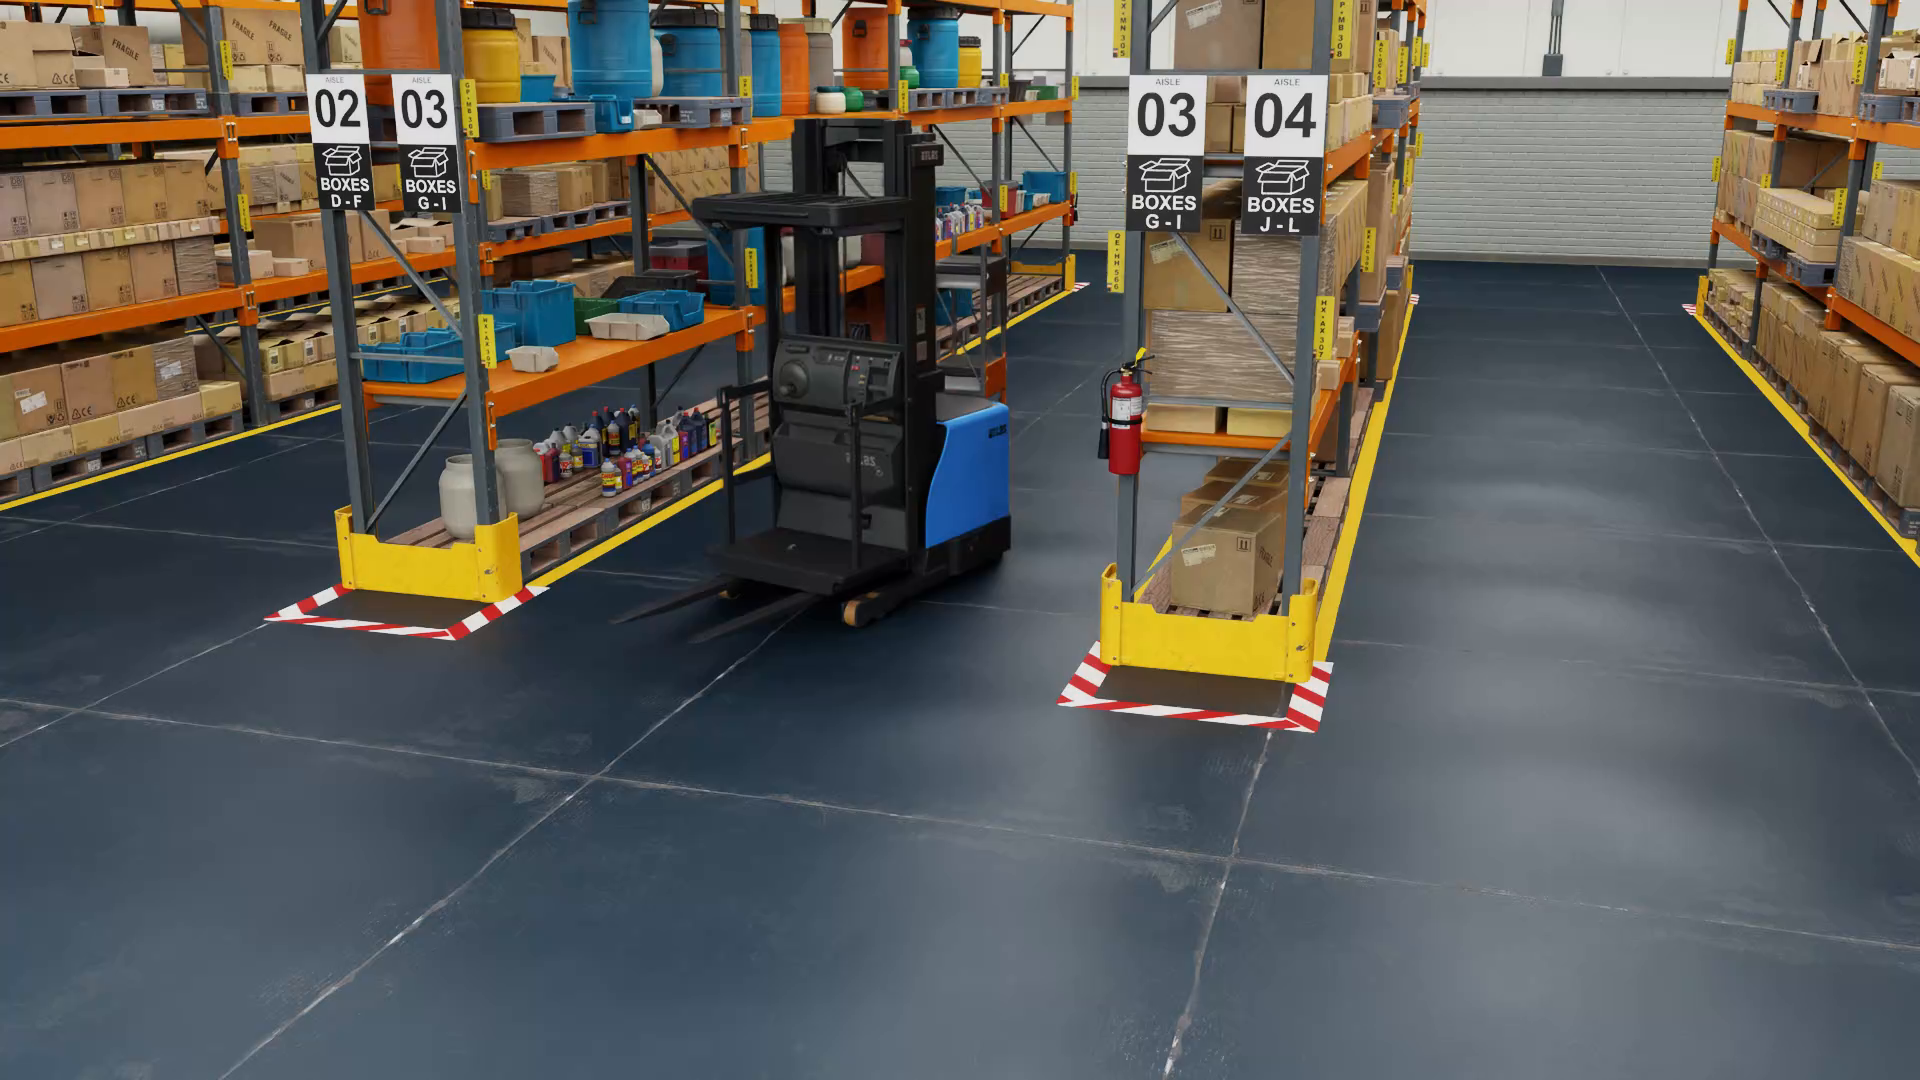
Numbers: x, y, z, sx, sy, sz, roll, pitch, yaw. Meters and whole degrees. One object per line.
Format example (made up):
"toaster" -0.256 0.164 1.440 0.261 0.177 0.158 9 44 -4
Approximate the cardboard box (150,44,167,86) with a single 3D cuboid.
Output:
"cardboard box" -10.427 -5.950 20.822 0.700 0.500 0.500 4 16 13

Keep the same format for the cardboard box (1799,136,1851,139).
"cardboard box" 10.168 -4.494 19.614 0.500 0.500 0.500 5 17 17

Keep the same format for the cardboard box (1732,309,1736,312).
"cardboard box" 9.718 -2.749 20.480 0.380 0.149 0.250 5 17 17

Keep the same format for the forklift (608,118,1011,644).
"forklift" -0.881 -1.030 10.091 1.130 2.935 3.031 10 19 32

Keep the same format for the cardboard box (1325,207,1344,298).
"cardboard box" 1.930 -1.653 9.599 0.500 0.500 0.500 5 16 16

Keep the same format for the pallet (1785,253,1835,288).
"pallet" 8.465 -2.512 15.540 1.213 0.211 1.003 5 16 16

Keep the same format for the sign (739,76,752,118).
"sign" -1.724 -3.560 13.370 0.100 0.325 0.005 5 16 16

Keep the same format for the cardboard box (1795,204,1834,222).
"cardboard box" 8.284 -3.145 16.020 0.380 0.149 0.250 5 17 18

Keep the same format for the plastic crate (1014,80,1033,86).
"plastic crate" 0.786 -6.599 24.339 0.497 0.269 0.590 5 16 16

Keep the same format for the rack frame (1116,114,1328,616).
"rack frame" 1.364 -0.728 8.897 1.000 3.000 0.127 5 16 16

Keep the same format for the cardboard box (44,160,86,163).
"cardboard box" -10.679 -4.452 19.850 0.380 0.149 0.250 2 16 9

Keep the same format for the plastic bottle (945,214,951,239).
"plastic bottle" -0.150 -3.679 19.518 0.061 0.283 0.133 5 16 16

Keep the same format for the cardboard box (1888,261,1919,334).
"cardboard box" 7.407 -1.833 12.611 0.500 0.500 0.500 5 17 16

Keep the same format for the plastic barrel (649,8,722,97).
"plastic barrel" -2.312 -3.992 13.992 0.600 0.901 0.708 5 16 16

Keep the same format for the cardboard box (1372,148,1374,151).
"cardboard box" 5.374 -5.110 22.703 0.500 0.500 0.500 4 16 15

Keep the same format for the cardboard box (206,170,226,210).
"cardboard box" -9.927 -4.547 21.598 0.500 0.500 0.500 5 16 16

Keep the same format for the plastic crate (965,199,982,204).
"plastic crate" 0.232 -4.632 23.036 0.293 0.136 0.466 5 16 16

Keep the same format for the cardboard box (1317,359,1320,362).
"cardboard box" 1.910 -1.458 10.744 0.875 0.500 0.500 5 16 16

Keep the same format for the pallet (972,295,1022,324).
"pallet" 0.197 -3.105 22.389 1.003 0.211 1.213 5 16 16

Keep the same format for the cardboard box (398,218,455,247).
"cardboard box" -6.005 -3.455 18.677 0.500 0.311 0.500 6 17 19

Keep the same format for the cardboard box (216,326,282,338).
"cardboard box" -7.014 -1.957 16.474 0.500 0.311 0.500 5 17 17

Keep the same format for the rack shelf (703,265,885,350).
"rack shelf" -1.680 -2.335 15.884 1.077 0.370 4.000 5 16 16

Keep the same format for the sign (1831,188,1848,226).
"sign" 7.841 -2.968 14.820 0.100 0.325 0.005 5 16 16

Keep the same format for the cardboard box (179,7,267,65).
"cardboard box" -6.783 -4.635 15.308 0.500 0.500 0.500 5 17 17

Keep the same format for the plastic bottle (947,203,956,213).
"plastic bottle" -0.113 -3.924 20.258 0.144 0.351 0.185 5 16 16

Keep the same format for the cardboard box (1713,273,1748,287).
"cardboard box" 10.006 -3.371 21.582 0.380 0.149 0.250 5 16 16

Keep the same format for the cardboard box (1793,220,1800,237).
"cardboard box" 8.286 -3.003 16.064 0.380 0.149 0.250 5 16 16

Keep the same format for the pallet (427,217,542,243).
"pallet" -5.734 -3.680 19.659 1.213 0.211 1.003 5 16 16

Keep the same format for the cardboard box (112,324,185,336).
"cardboard box" -7.428 -1.686 15.172 0.500 0.500 0.500 5 16 16

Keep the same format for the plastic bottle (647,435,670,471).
"plastic bottle" -2.351 -0.692 12.956 0.152 0.276 0.135 5 17 17

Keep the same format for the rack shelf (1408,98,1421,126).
"rack shelf" 5.343 -5.487 21.499 1.077 0.370 4.000 5 16 16

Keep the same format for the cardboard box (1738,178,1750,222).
"cardboard box" 9.659 -4.061 19.923 0.500 0.500 0.500 5 16 16

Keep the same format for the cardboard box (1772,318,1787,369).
"cardboard box" 8.752 -2.006 17.216 0.500 0.500 0.500 5 17 17

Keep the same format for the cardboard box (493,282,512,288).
"cardboard box" -5.313 -2.833 20.095 0.500 0.500 0.500 4 16 14

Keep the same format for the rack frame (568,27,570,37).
"rack frame" -4.723 -7.522 21.859 1.000 3.000 0.127 5 16 16

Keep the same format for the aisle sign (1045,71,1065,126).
"aisle sign" 1.464 -6.544 24.641 0.394 0.787 0.004 5 16 16

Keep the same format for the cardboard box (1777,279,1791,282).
"cardboard box" 10.495 -3.185 20.925 0.380 0.149 0.250 5 17 18

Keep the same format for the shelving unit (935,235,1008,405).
"shelving unit" 0.059 -1.057 11.707 0.431 2.100 0.503 5 17 17

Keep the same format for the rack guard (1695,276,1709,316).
"rack guard" 10.616 -3.280 22.477 1.175 0.500 0.348 5 16 16

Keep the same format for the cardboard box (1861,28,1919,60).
"cardboard box" 8.230 -4.395 14.744 0.396 0.266 0.258 5 16 16

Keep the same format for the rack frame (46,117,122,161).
"rack frame" -10.610 -3.973 20.339 1.000 3.000 0.127 5 16 16

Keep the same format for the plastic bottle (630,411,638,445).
"plastic bottle" -2.722 -0.919 13.743 0.061 0.283 0.133 5 16 16

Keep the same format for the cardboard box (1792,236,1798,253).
"cardboard box" 8.283 -2.852 16.080 0.380 0.149 0.250 4 16 15

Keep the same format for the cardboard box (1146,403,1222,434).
"cardboard box" 1.247 -0.697 9.251 0.380 0.149 0.250 5 16 16

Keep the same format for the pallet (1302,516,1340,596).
"pallet" 1.999 0.066 11.209 1.003 0.211 1.213 5 16 16

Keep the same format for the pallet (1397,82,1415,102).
"pallet" 5.017 -5.481 20.320 1.003 0.211 1.213 5 16 16

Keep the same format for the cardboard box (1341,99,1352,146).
"cardboard box" 2.034 -2.469 9.815 0.500 0.250 0.500 5 16 16

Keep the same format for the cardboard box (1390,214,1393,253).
"cardboard box" 4.181 -3.110 17.113 0.500 0.500 0.500 4 16 14

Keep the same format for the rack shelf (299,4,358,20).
"rack shelf" -8.905 -7.890 25.207 1.077 0.370 4.000 5 16 16

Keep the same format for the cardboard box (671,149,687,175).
"cardboard box" -4.173 -5.402 23.361 0.500 0.500 0.500 4 16 14

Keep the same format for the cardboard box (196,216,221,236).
"cardboard box" -6.868 -2.816 14.887 0.380 0.149 0.250 5 16 16

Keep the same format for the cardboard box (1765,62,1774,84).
"cardboard box" 9.547 -5.343 19.032 0.500 0.250 0.500 4 16 14

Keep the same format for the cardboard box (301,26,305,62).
"cardboard box" -9.498 -7.202 24.175 0.500 0.500 0.500 4 16 15

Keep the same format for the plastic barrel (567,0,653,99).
"plastic barrel" -2.633 -3.792 12.517 0.600 0.901 0.708 5 16 16
